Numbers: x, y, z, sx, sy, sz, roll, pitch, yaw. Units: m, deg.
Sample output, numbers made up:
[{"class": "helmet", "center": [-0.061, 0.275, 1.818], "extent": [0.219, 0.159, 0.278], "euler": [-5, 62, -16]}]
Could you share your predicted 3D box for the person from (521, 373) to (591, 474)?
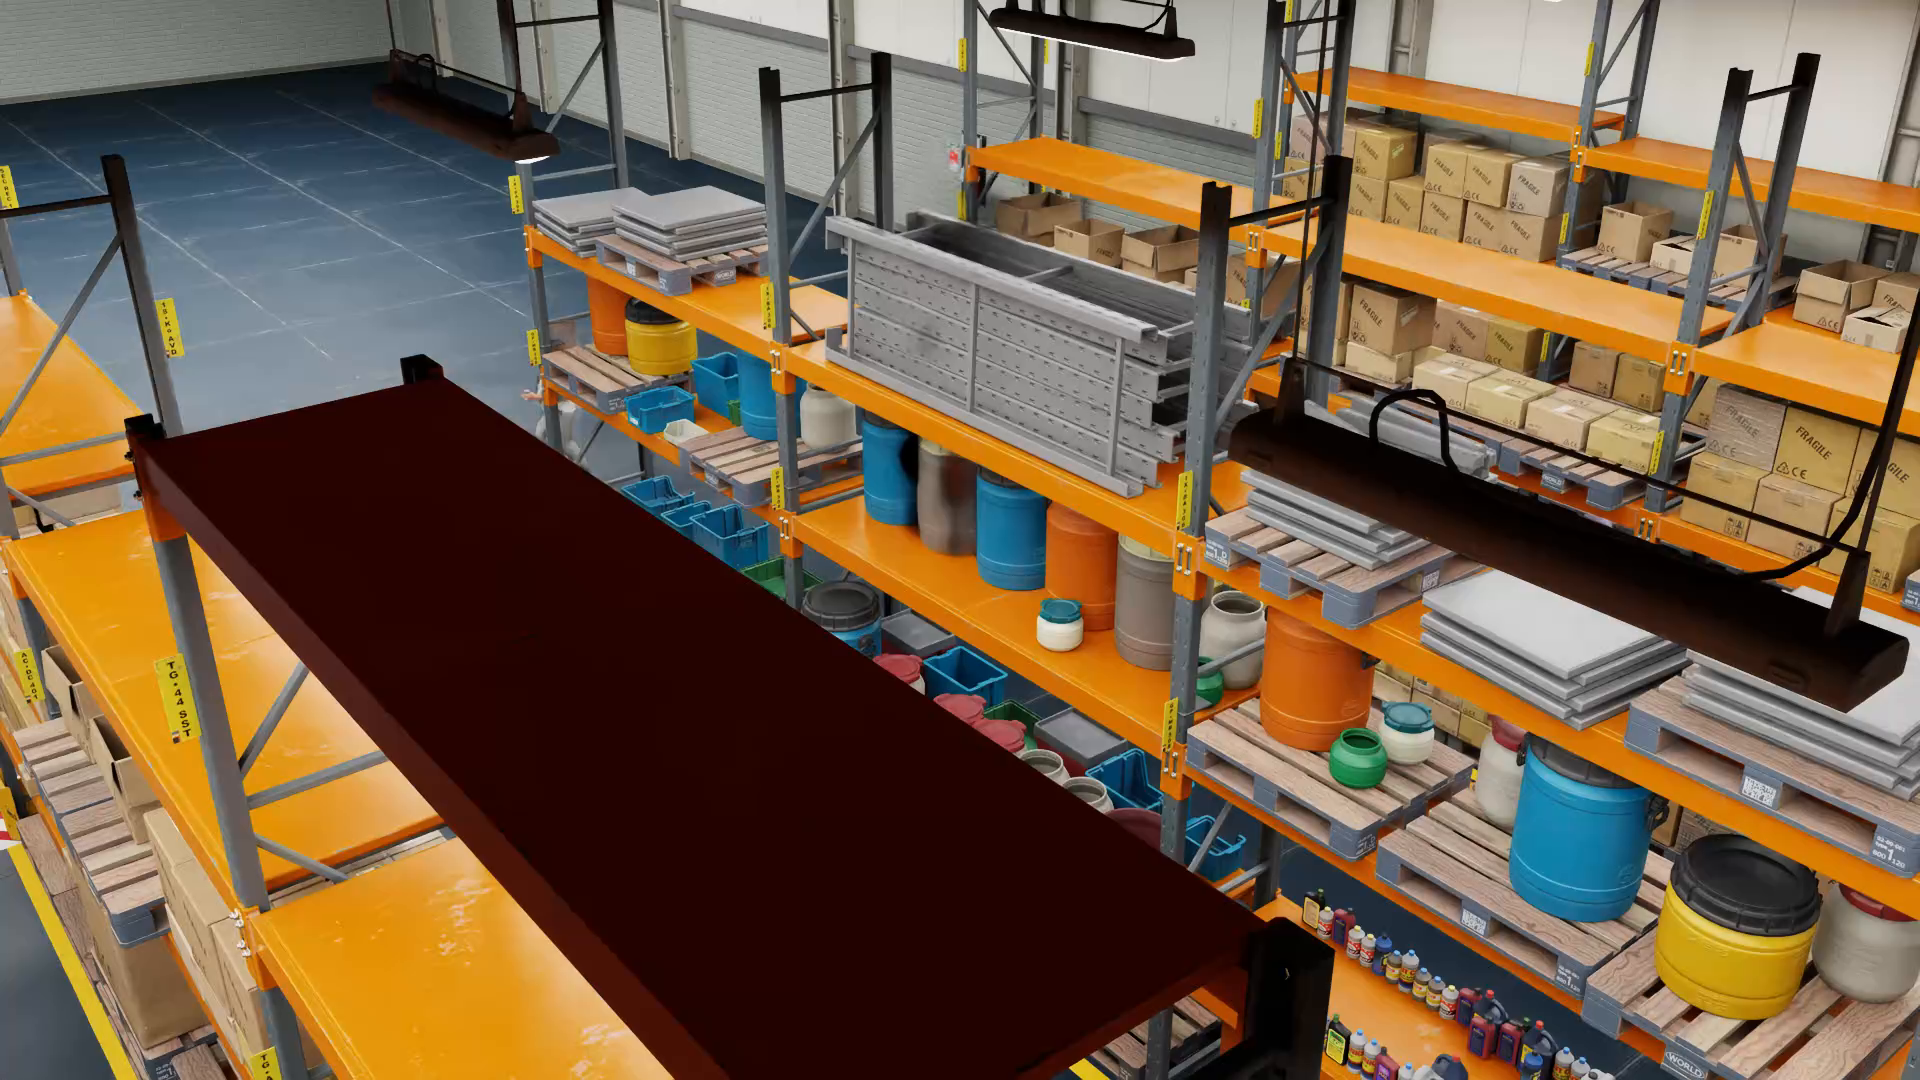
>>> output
[{"class": "person", "center": [-4.727, -1.499, 19.367], "extent": [0.692, 1.798, 0.632], "euler": [-5, 26, -10]}]

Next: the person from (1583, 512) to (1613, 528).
[{"class": "person", "center": [6.082, 0.252, 15.888], "extent": [0.936, 1.685, 0.627], "euler": [20, 32, 35]}]
